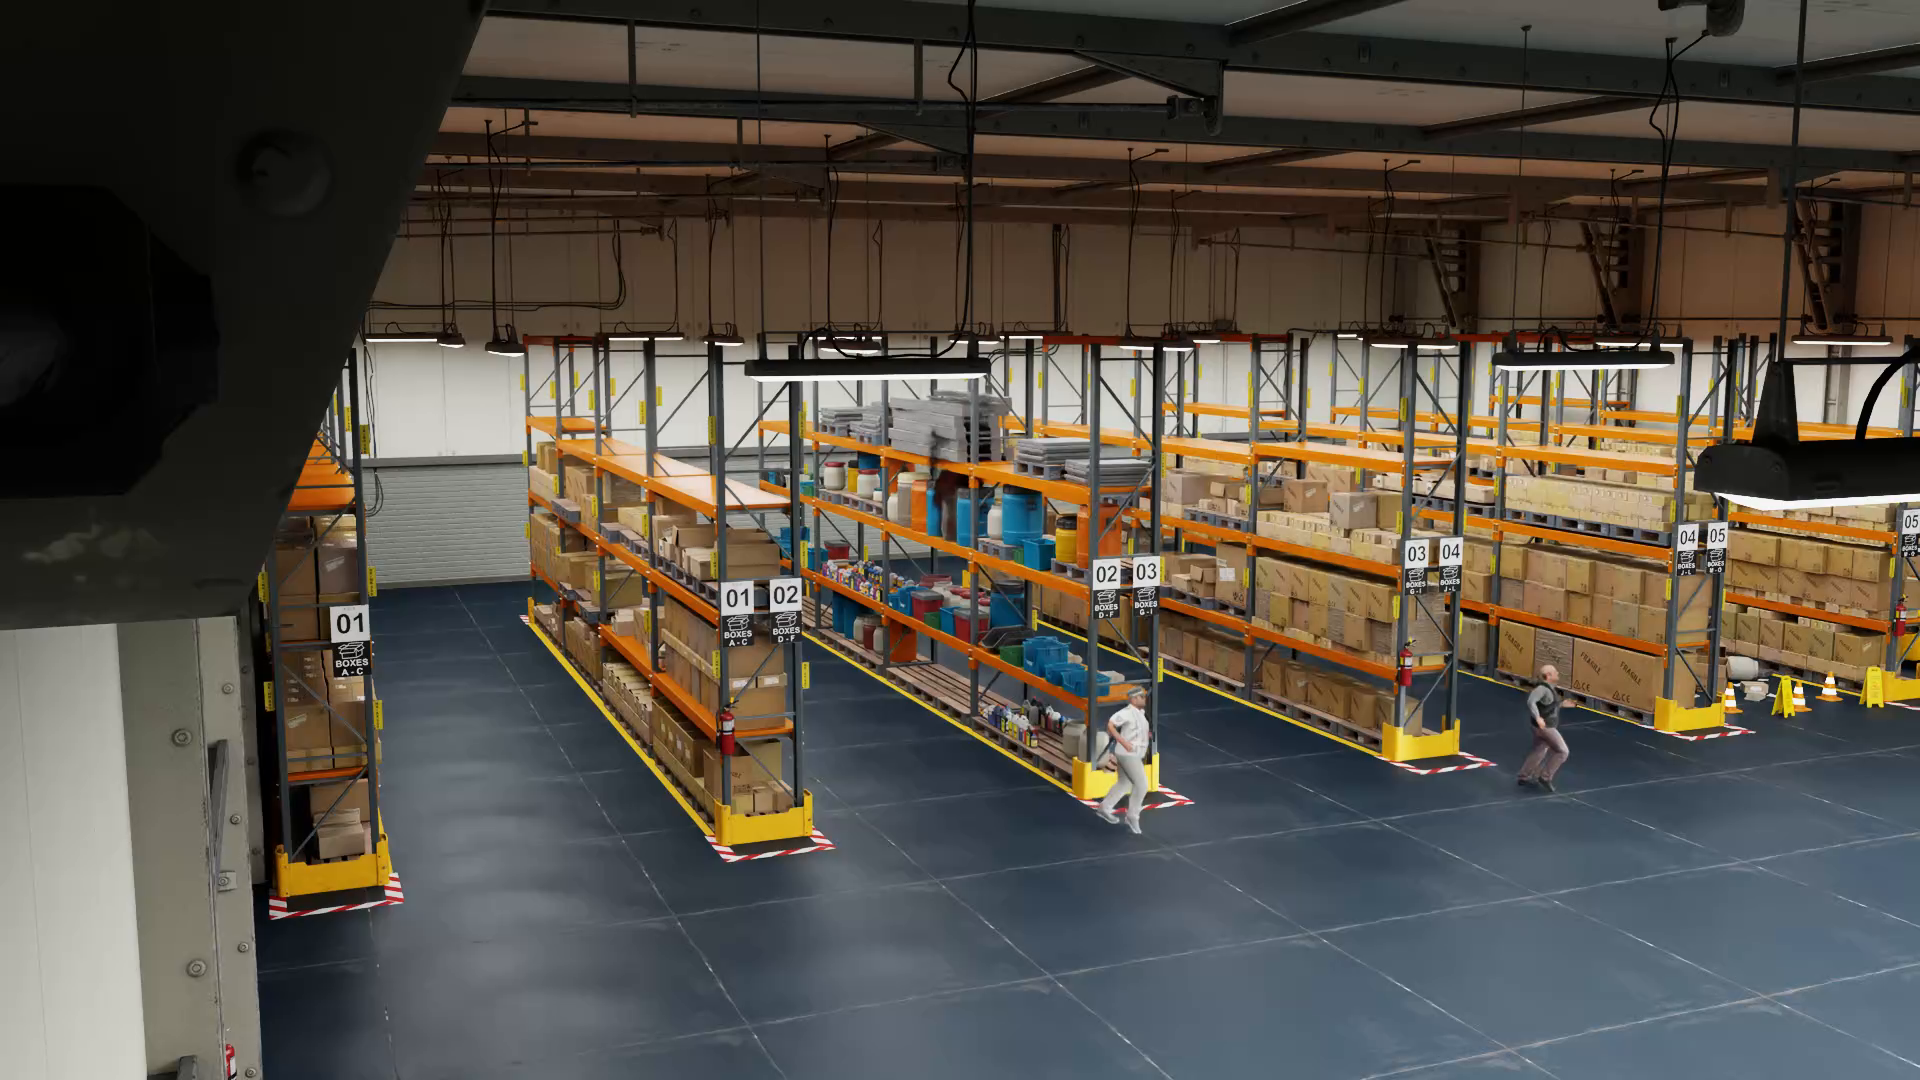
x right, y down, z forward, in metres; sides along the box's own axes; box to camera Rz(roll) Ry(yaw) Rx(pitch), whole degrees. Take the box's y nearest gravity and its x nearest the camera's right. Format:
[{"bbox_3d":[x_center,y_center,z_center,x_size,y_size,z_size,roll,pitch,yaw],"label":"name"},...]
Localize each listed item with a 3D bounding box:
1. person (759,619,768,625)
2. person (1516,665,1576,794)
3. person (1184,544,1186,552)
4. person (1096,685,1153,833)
[{"bbox_3d":[-3.645,1.548,29.919,0.555,1.713,0.702,-5,9,-34],"label":"person"},{"bbox_3d":[7.885,2.529,22.319,0.734,1.732,0.659,2,8,15],"label":"person"},{"bbox_3d":[4.490,0.912,34.301,0.702,1.776,0.867,-5,9,-32],"label":"person"},{"bbox_3d":[2.075,2.726,20.863,0.694,1.849,0.684,2,8,17],"label":"person"}]
